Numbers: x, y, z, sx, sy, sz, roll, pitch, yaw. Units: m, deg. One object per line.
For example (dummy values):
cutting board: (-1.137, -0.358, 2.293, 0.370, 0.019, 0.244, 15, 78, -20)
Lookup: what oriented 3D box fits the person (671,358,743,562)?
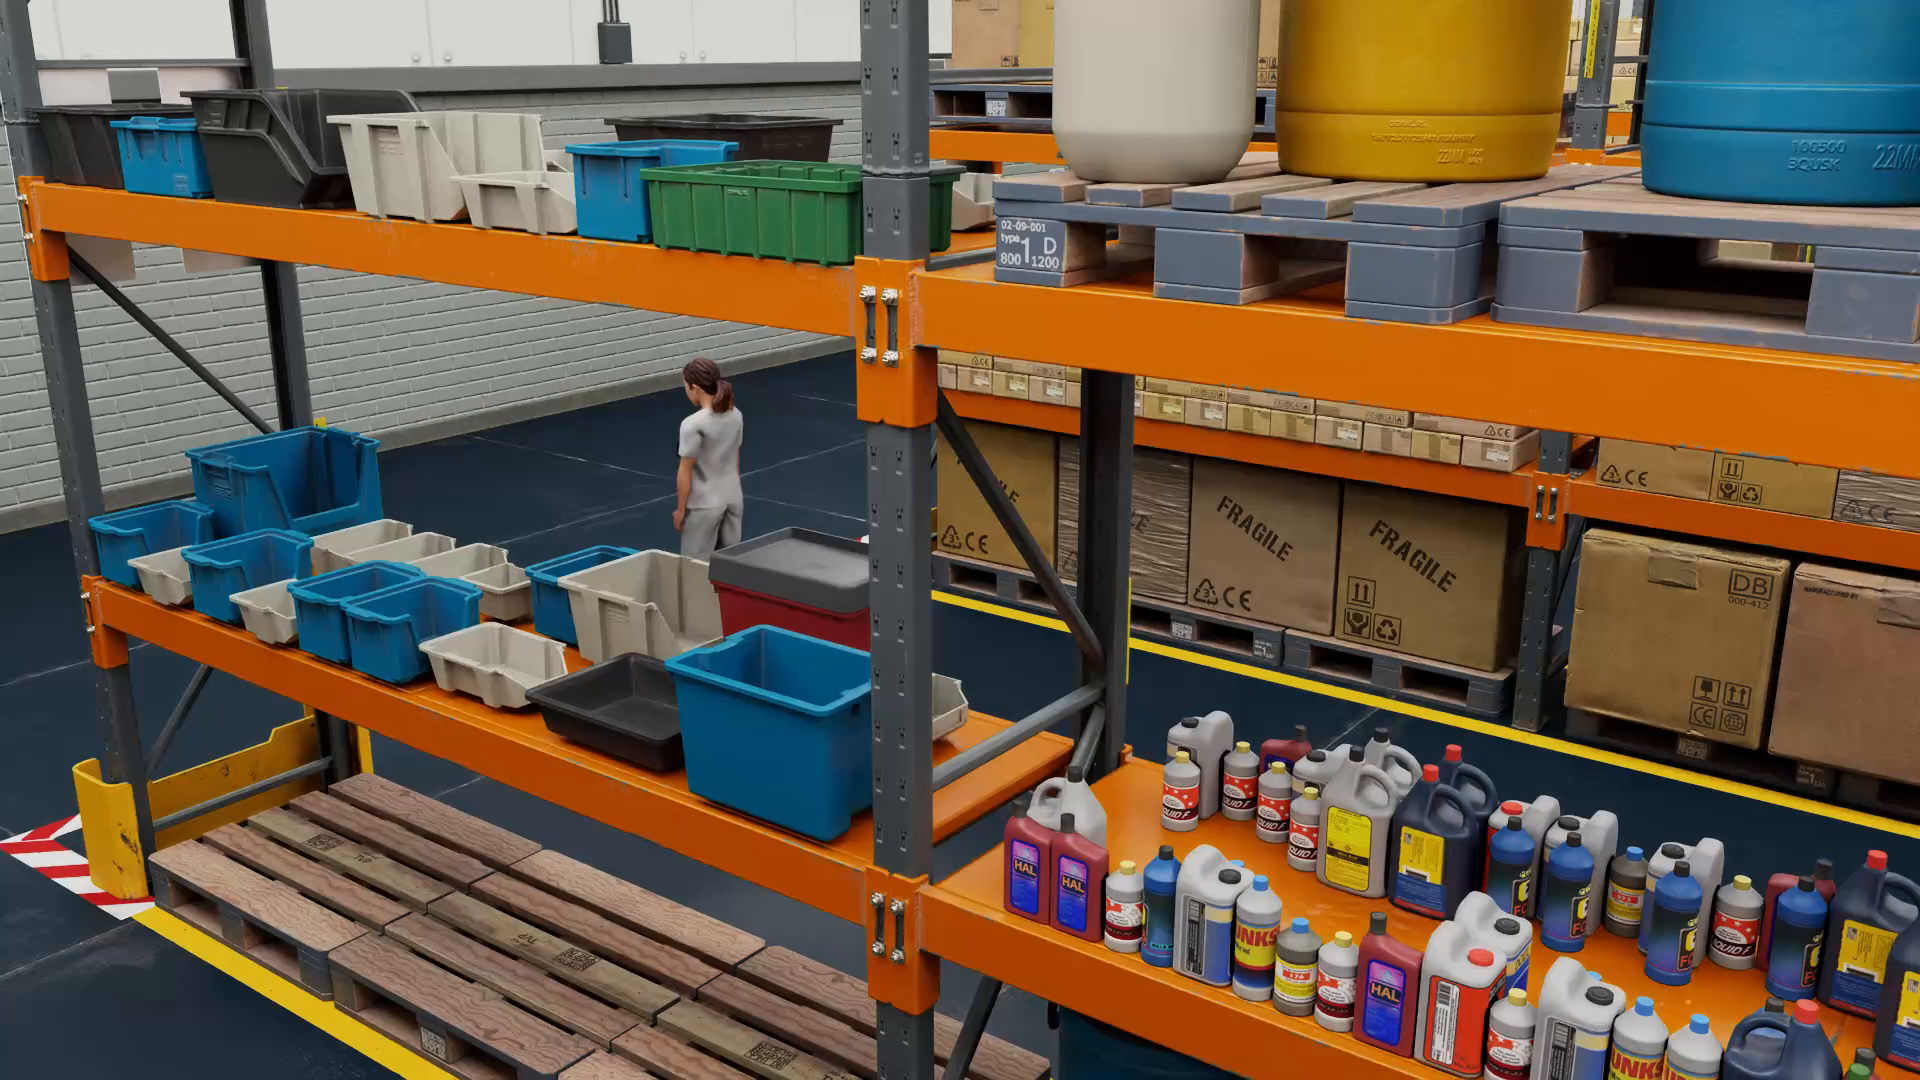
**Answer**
person: (-1.366, -0.173, 9.142, 0.367, 1.672, 0.443, 13, 21, 36)
